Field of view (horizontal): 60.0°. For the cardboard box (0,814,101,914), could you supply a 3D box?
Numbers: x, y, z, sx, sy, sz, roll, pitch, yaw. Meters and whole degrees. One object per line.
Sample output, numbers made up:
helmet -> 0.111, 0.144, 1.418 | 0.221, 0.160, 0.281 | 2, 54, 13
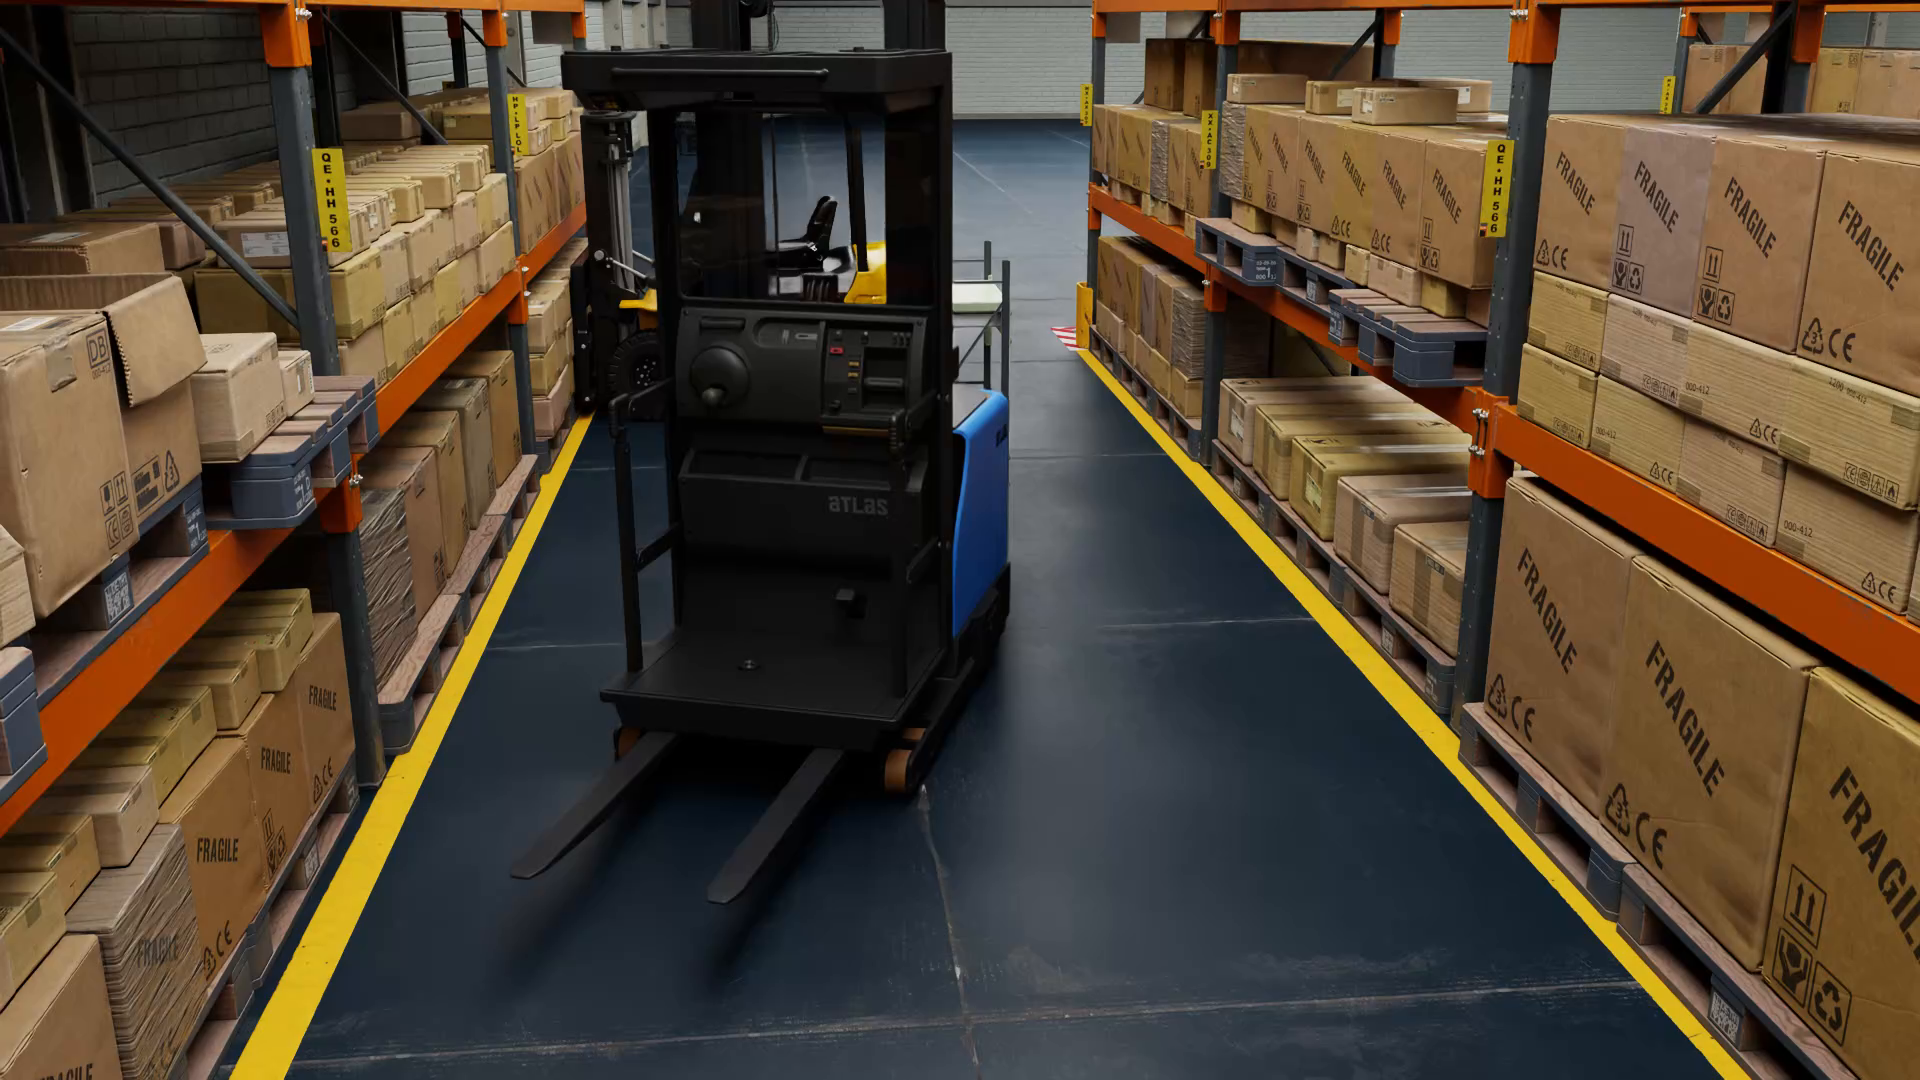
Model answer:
cardboard box -> -2.169, 0.739, 3.704 | 0.380, 0.149, 0.250 | -2, 18, -5

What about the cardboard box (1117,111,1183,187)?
cardboard box -> 1.440, -2.826, 12.006 | 0.500, 0.500, 0.500 | -2, 18, -7

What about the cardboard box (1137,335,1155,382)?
cardboard box -> 1.528, -1.266, 11.592 | 0.500, 0.250, 0.500 | -2, 17, -5

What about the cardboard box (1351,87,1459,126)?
cardboard box -> 1.932, -1.886, 7.230 | 0.380, 0.149, 0.250 | -3, 18, -8

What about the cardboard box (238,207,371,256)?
cardboard box -> -2.324, -1.094, 5.905 | 0.380, 0.149, 0.250 | -1, 17, -4

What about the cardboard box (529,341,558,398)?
cardboard box -> -2.711, -1.026, 9.992 | 0.500, 0.250, 0.500 | -2, 18, -6

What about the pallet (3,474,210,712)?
pallet -> -2.350, 0.117, 3.617 | 1.003, 0.211, 1.213 | -2, 18, -6

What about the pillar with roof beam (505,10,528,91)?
pillar with roof beam -> -0.542, -7.485, 17.494 | 9.100, 9.000, 0.400 | -2, 18, -6

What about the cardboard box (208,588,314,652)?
cardboard box -> -2.252, 0.268, 5.203 | 0.380, 0.149, 0.250 | -3, 18, -8

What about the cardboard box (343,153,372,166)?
cardboard box -> -3.145, -1.835, 8.265 | 0.380, 0.149, 0.250 | -2, 18, -6

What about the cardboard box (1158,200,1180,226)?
cardboard box -> 1.525, -2.169, 10.997 | 0.380, 0.149, 0.250 | -2, 18, -6

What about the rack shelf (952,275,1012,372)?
rack shelf -> -0.001, -1.090, 8.342 | 0.431, 0.370, 0.720 | -2, 18, -6

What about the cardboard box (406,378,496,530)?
cardboard box -> -2.831, -0.426, 8.290 | 0.875, 0.625, 0.625 | -2, 18, -6

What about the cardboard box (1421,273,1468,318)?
cardboard box -> 2.014, -0.957, 6.435 | 0.380, 0.149, 0.250 | -2, 17, -5

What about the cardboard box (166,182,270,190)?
cardboard box -> -3.047, -1.378, 6.809 | 0.380, 0.149, 0.250 | -2, 18, -7

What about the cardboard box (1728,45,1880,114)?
cardboard box -> 6.618, -3.589, 13.047 | 0.875, 0.550, 0.550 | -2, 18, -6

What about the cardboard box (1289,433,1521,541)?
cardboard box -> 2.176, -0.269, 8.212 | 0.950, 0.372, 0.625 | -1, 17, -4

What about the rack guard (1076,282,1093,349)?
rack guard -> 1.564, -1.876, 13.819 | 1.175, 0.500, 0.348 | -2, 18, -6

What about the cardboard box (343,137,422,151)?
cardboard box -> -3.257, -2.190, 9.397 | 0.380, 0.149, 0.250 | -2, 18, -6

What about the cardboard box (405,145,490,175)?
cardboard box -> -2.712, -2.008, 8.814 | 0.380, 0.149, 0.250 | -1, 17, -4

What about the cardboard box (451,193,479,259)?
cardboard box -> -2.556, -1.468, 7.762 | 0.500, 0.250, 0.500 | -1, 17, -5

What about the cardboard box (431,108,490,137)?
cardboard box -> -2.840, -2.423, 9.642 | 0.380, 0.149, 0.250 | -2, 17, -5

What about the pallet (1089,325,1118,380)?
pallet -> 1.613, -1.495, 13.088 | 1.003, 0.211, 1.213 | -2, 18, -6

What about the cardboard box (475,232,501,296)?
cardboard box -> -2.598, -1.382, 8.322 | 0.500, 0.250, 0.500 | -2, 18, -6

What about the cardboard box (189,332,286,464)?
cardboard box -> -2.125, -0.378, 4.423 | 0.500, 0.250, 0.500 | -3, 18, -8

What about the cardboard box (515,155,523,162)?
cardboard box -> -2.767, -2.283, 9.691 | 0.380, 0.149, 0.250 | -1, 17, -4

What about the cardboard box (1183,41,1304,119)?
cardboard box -> 1.939, -3.160, 11.402 | 0.700, 0.500, 0.500 | -2, 18, -6

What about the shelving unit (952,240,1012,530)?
shelving unit -> -0.001, -0.718, 8.459 | 0.431, 1.500, 0.755 | -2, 18, -6

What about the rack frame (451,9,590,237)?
rack frame -> -3.380, -2.937, 13.025 | 1.000, 3.000, 0.127 | -2, 18, -6

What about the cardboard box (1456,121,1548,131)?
cardboard box -> 2.443, -1.552, 7.249 | 0.500, 0.500, 0.500 | -1, 17, -5

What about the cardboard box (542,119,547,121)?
cardboard box -> -2.973, -2.741, 11.151 | 0.380, 0.149, 0.250 | -2, 18, -6

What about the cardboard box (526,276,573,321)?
cardboard box -> -2.811, -1.565, 10.875 | 0.500, 0.250, 0.500 | -1, 17, -4

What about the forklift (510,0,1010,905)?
forklift -> -0.625, -0.628, 5.784 | 1.130, 2.935, 3.031 | 4, 18, 13

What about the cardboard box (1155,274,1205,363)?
cardboard box -> 1.587, -1.466, 10.975 | 0.500, 0.500, 0.500 | -1, 17, -5

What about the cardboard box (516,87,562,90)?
cardboard box -> -3.134, -3.336, 12.549 | 0.380, 0.149, 0.250 | -2, 18, -5

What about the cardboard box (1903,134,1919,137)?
cardboard box -> 2.801, -0.786, 4.337 | 0.500, 0.500, 0.500 | -2, 18, -6

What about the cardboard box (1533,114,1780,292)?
cardboard box -> 2.189, -1.078, 5.268 | 0.500, 0.500, 0.500 | -2, 18, -7

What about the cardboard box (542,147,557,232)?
cardboard box -> -2.877, -2.239, 10.634 | 0.500, 0.500, 0.500 | -2, 18, -6

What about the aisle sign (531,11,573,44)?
aisle sign -> -3.095, -4.206, 12.727 | 0.394, 0.787, 0.004 | -2, 18, -6

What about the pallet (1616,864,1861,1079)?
pallet -> 2.511, 1.222, 4.432 | 1.003, 0.211, 1.213 | -2, 18, -6

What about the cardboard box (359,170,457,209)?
cardboard box -> -2.446, -1.551, 7.361 | 0.380, 0.149, 0.250 | -2, 18, -7

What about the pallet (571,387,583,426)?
pallet -> -3.137, -1.018, 11.566 | 1.003, 0.211, 1.213 | -2, 18, -6

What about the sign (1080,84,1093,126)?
sign -> 1.017, -3.488, 13.334 | 0.100, 0.325, 0.005 | -2, 18, -6

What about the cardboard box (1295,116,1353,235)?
cardboard box -> 1.885, -1.692, 7.693 | 0.500, 0.500, 0.500 | -2, 18, -8

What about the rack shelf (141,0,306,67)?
rack shelf -> -2.349, -1.046, 3.193 | 1.077, 0.370, 4.000 | -2, 18, -6

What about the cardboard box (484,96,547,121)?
cardboard box -> -2.970, -2.879, 11.094 | 0.380, 0.149, 0.250 | -2, 17, -5

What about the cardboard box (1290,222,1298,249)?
cardboard box -> 1.843, -1.498, 8.158 | 0.380, 0.149, 0.250 | -2, 18, -5

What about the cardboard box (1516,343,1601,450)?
cardboard box -> 2.182, -0.483, 5.458 | 0.500, 0.250, 0.500 | -2, 18, -7

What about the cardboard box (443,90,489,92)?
cardboard box -> -3.524, -3.172, 12.028 | 0.380, 0.149, 0.250 | -1, 17, -5

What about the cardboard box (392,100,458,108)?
cardboard box -> -3.401, -2.713, 10.564 | 0.380, 0.149, 0.250 | -2, 18, -6

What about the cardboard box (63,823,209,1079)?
cardboard box -> -2.128, 1.017, 3.901 | 0.500, 0.500, 0.500 | -2, 18, -8

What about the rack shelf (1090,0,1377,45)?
rack shelf -> 1.763, -3.584, 11.277 | 1.077, 0.370, 4.000 | -2, 18, -6
